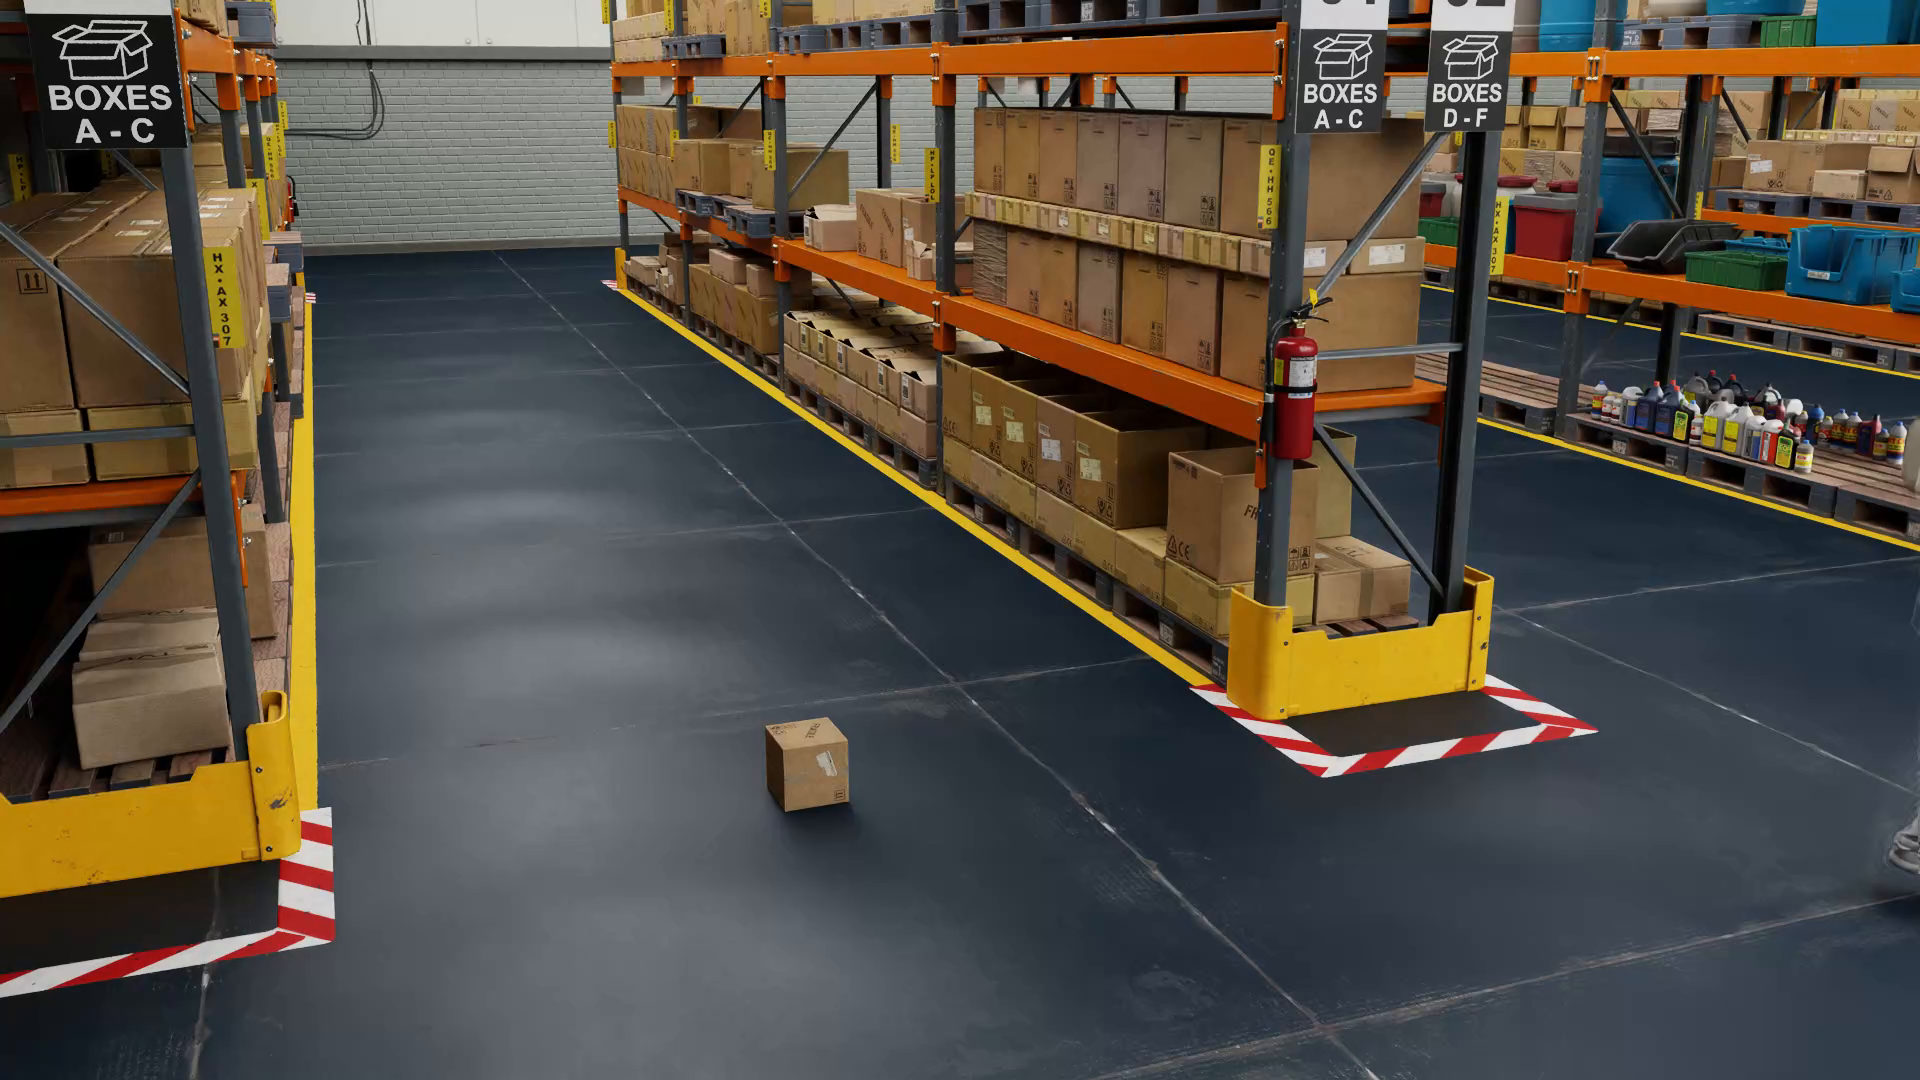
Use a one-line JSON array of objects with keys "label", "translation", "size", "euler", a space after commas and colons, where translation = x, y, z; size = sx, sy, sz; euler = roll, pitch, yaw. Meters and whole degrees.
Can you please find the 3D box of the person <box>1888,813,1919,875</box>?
[{"label": "person", "translation": [3.545, 0.379, 5.130], "size": [1.002, 1.728, 0.577], "euler": [4, 16, 14]}]
